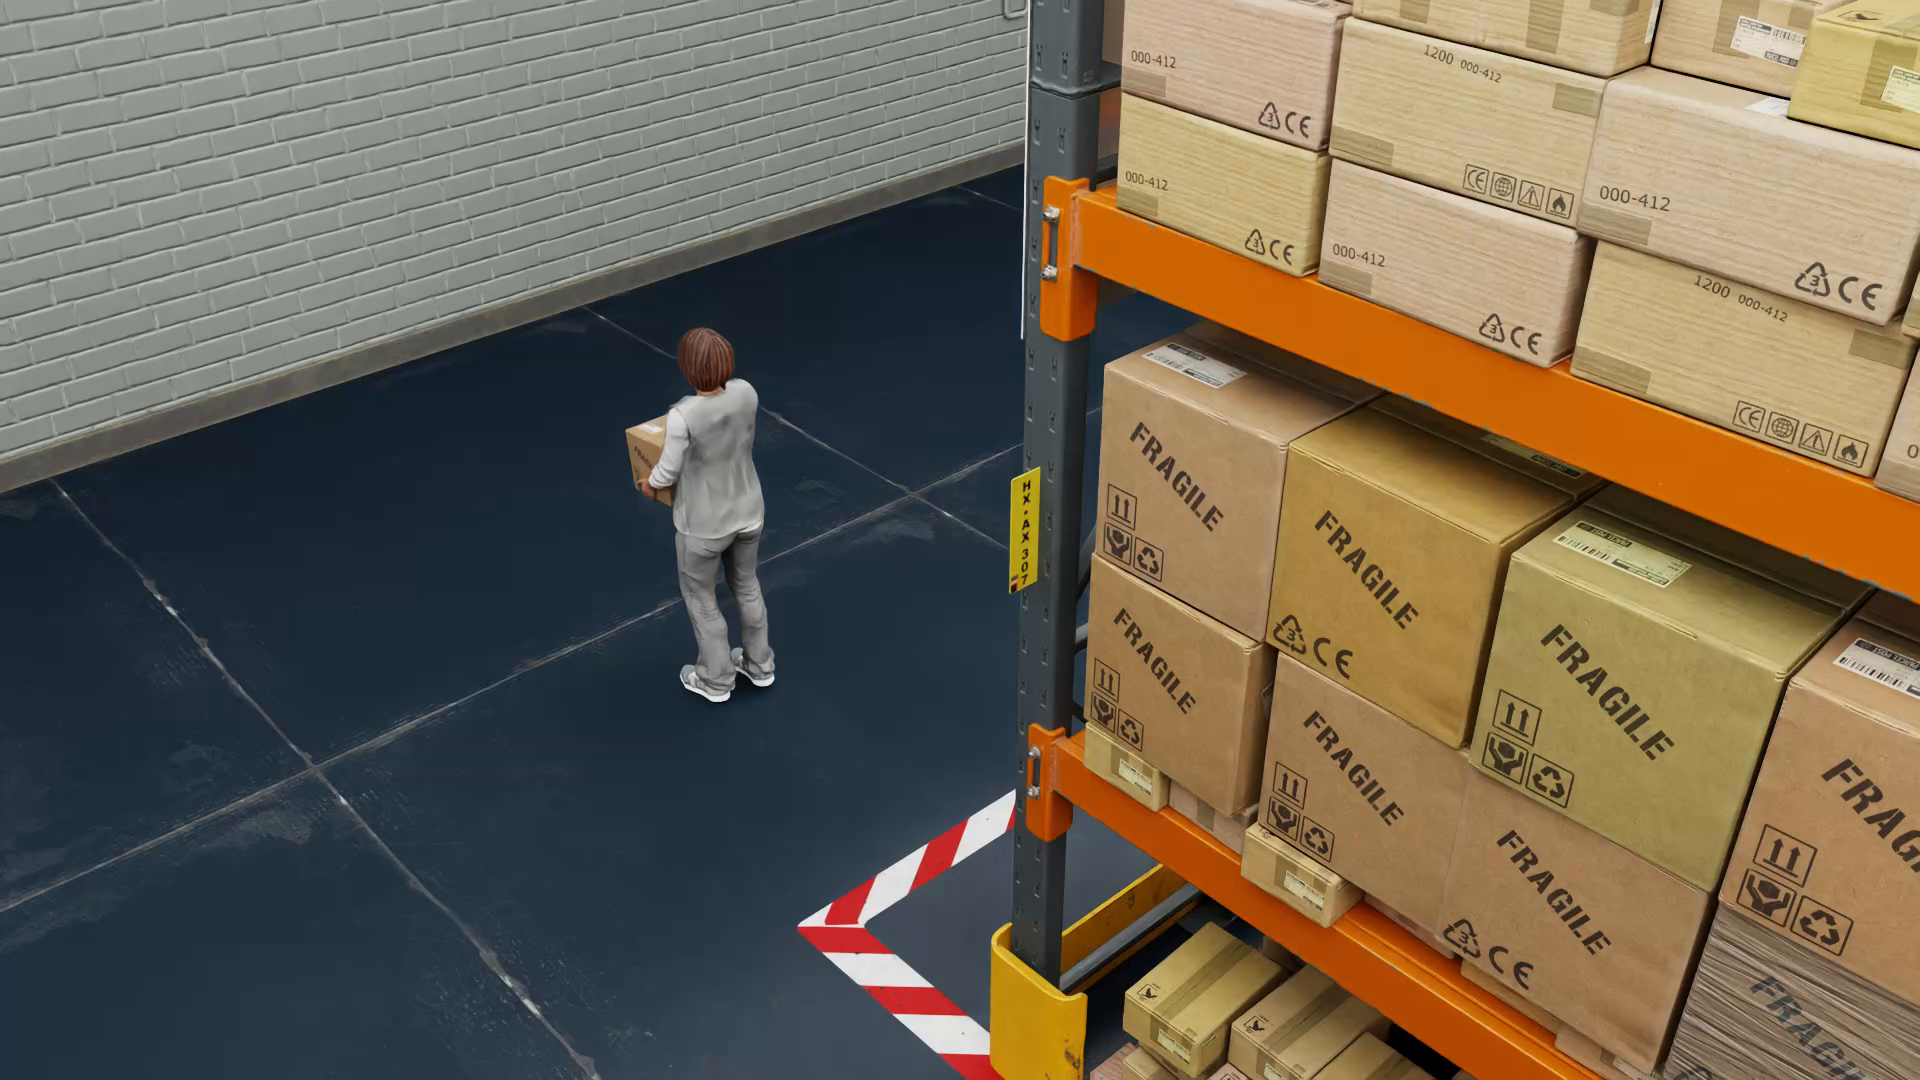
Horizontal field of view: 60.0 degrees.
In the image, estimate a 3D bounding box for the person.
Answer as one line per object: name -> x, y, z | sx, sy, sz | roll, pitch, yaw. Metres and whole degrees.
person -> -0.968, -0.110, 6.317 | 0.425, 1.596, 0.489 | -26, 41, -35
